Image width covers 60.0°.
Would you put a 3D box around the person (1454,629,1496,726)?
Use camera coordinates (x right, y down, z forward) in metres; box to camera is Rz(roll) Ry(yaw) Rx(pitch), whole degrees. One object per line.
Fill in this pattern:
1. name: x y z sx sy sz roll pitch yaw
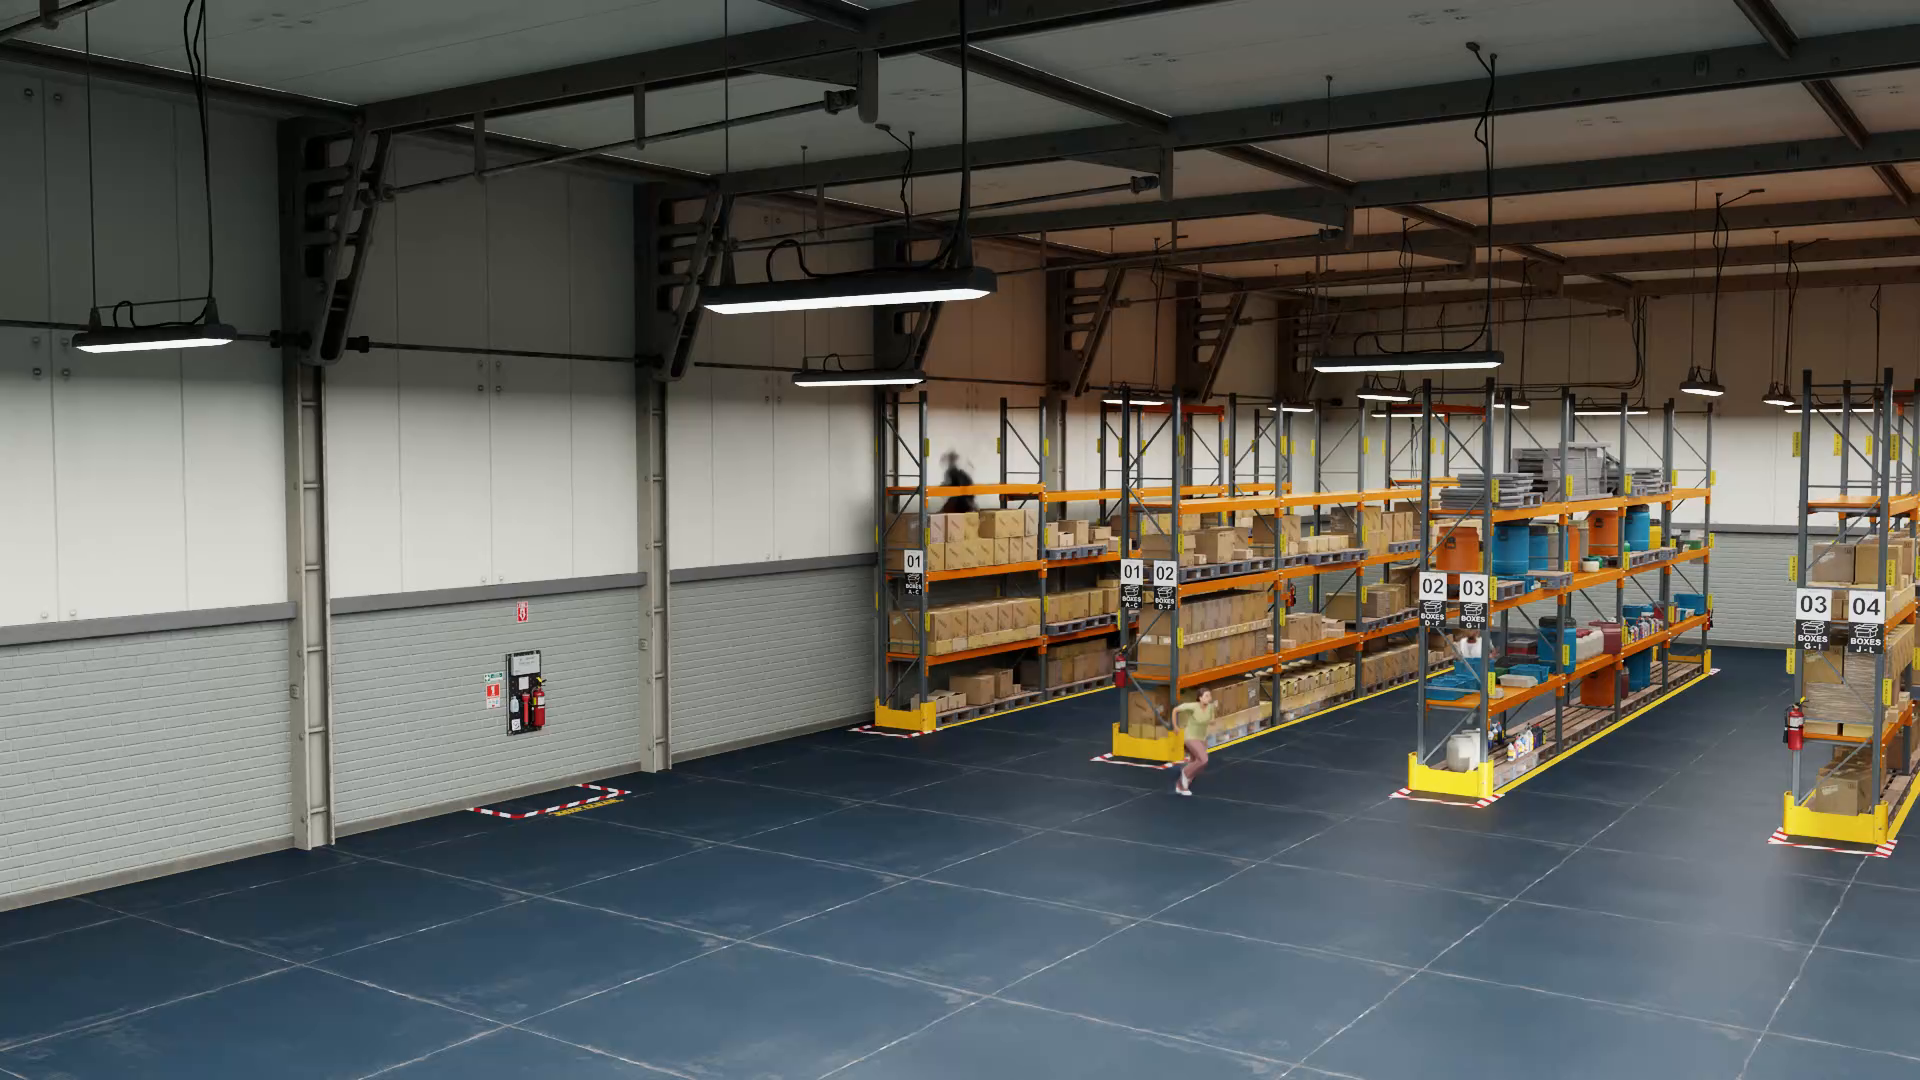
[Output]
1. person: 9.388 2.421 30.365 0.695 1.808 0.988 3 4 38

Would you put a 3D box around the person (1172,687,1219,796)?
1. person: 3.377 2.881 23.744 0.569 1.593 0.748 -3 4 -39
